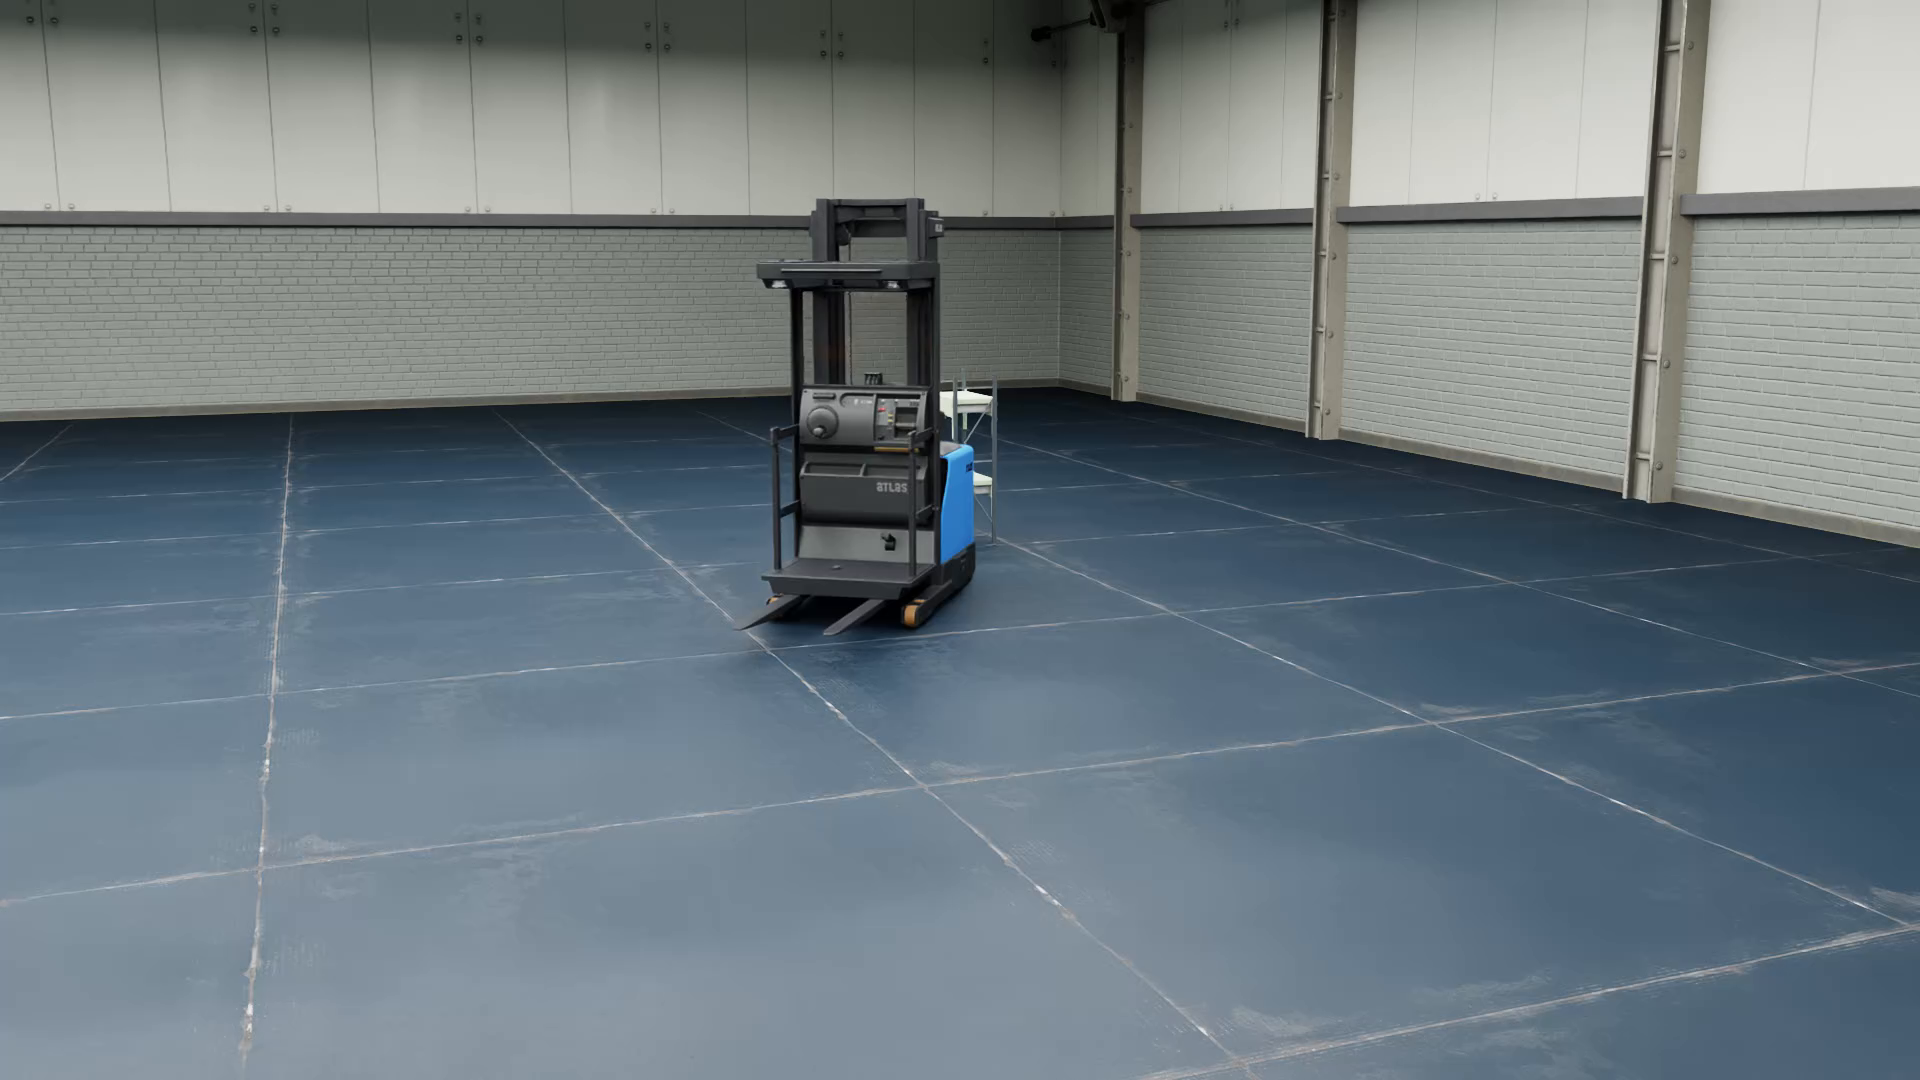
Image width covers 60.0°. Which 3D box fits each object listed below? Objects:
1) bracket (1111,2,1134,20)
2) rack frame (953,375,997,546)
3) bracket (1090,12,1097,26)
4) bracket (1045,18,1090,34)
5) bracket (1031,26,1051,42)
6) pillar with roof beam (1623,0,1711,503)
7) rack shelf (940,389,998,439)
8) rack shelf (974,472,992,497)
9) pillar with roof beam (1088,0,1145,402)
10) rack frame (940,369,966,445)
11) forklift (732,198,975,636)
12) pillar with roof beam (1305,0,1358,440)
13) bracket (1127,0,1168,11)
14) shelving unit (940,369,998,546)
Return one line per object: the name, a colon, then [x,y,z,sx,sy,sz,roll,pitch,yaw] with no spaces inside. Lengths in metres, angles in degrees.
bracket: [2.614,-8.489,26.673,0.235,0.232,0.430,-4,11,-21]
rack frame: [0.130,-0.680,14.459,0.400,1.500,0.023,-4,11,-21]
bracket: [2.313,-8.625,27.435,0.235,0.232,0.430,-4,11,-21]
bracket: [1.668,-8.915,29.068,0.076,0.066,3.189,-4,11,-21]
bracket: [1.454,-9.012,29.610,0.235,0.232,0.430,-4,11,-21]
pillar with roof beam: [3.130,-4.576,14.948,9.100,9.000,0.400,-4,11,-21]
rack shelf: [-0.002,-1.124,14.727,0.431,0.370,0.720,-4,11,-21]
rack shelf: [-0.002,-0.419,14.852,0.431,0.370,0.720,-4,11,-21]
pillar with roof beam: [-1.218,-6.534,25.960,9.100,9.000,0.548,-4,11,-21]
rack frame: [-0.135,-0.799,15.131,0.400,1.500,0.023,-4,11,-21]
forklift: [-0.739,-0.906,11.643,1.130,2.935,3.031,3,10,14]
pillar with roof beam: [0.956,-5.555,20.454,9.100,9.000,0.400,-4,11,-21]
bracket: [3.547,-8.069,24.309,0.076,0.066,4.783,-4,11,-21]
shelving unit: [-0.002,-0.739,14.795,0.431,1.500,0.755,-4,11,-21]
